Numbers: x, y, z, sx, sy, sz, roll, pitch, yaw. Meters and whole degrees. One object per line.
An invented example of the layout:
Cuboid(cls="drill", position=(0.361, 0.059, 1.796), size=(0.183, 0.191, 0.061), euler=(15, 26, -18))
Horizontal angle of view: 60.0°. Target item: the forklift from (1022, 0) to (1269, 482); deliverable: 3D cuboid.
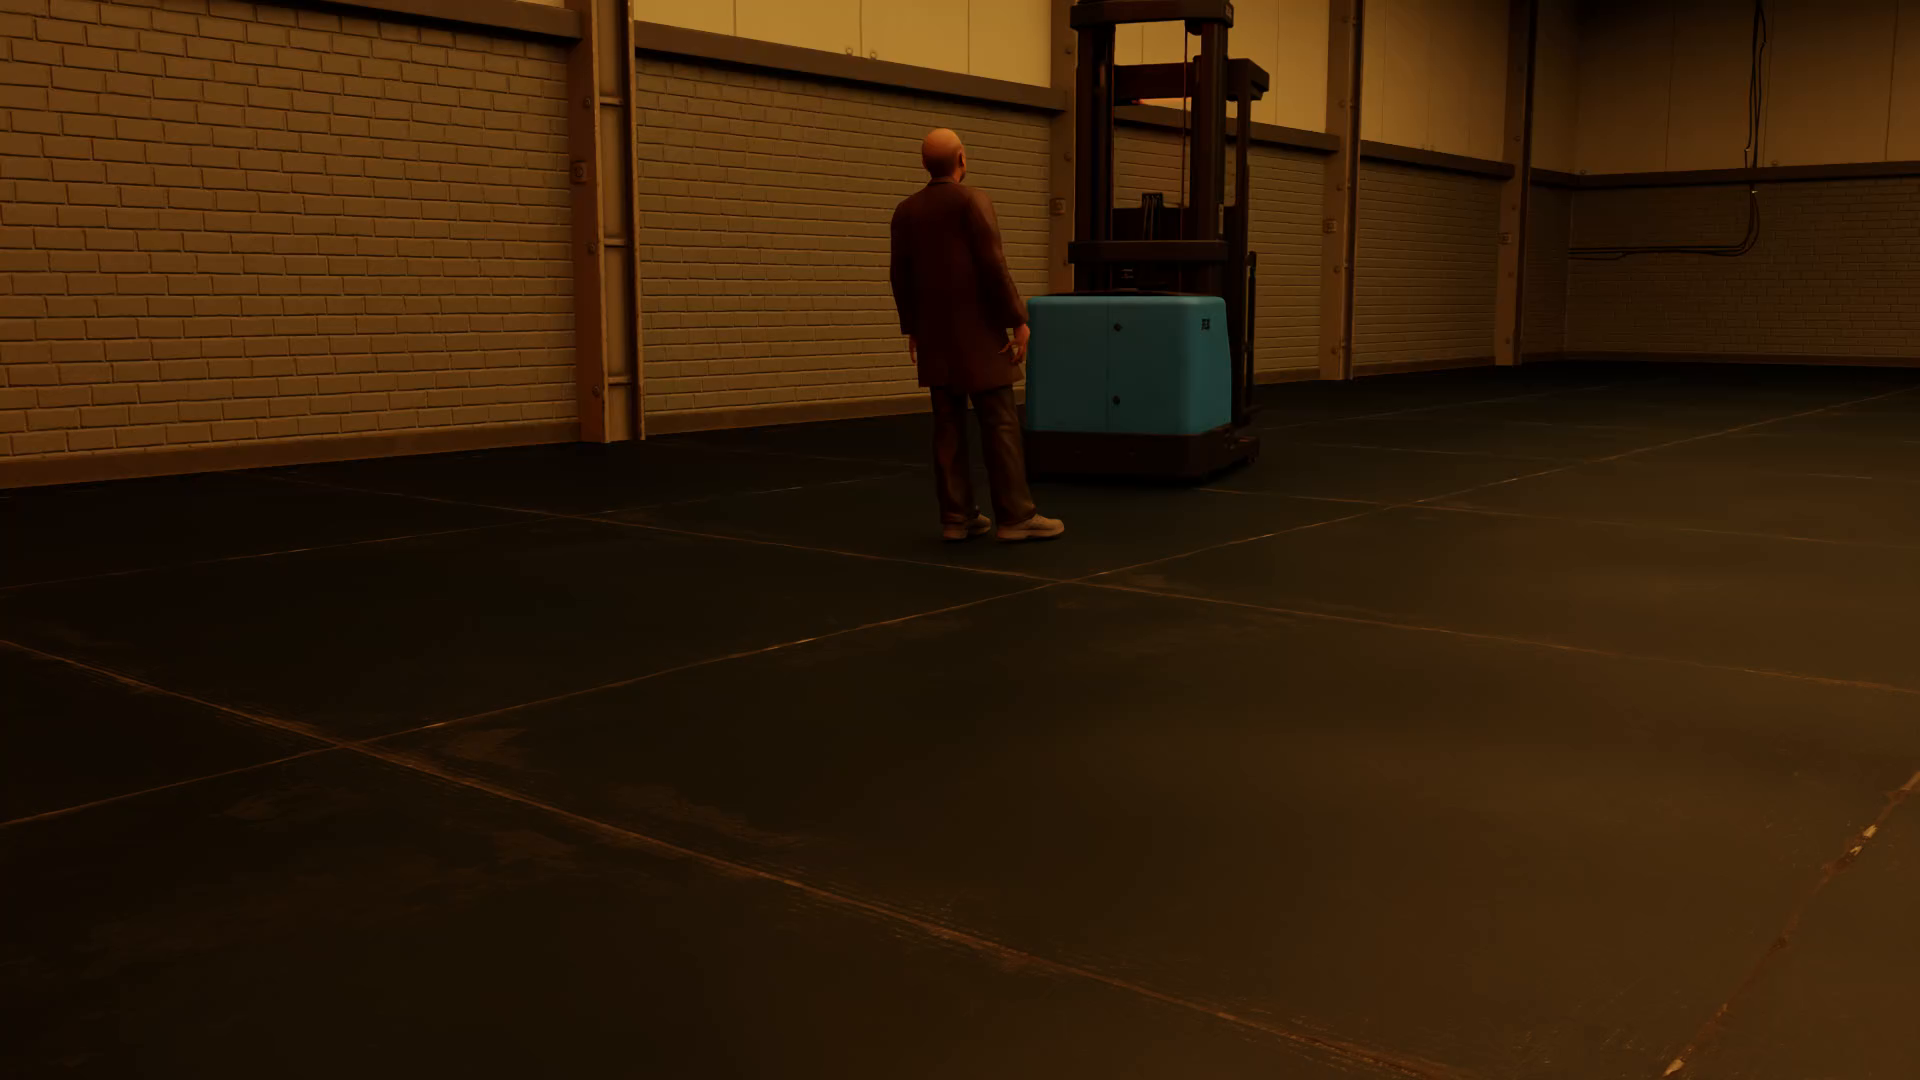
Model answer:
Cuboid(cls="forklift", position=(1.337, -1.954, 10.636), size=(1.130, 2.935, 3.031), euler=(3, 9, 20))

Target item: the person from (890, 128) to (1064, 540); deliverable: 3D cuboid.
Cuboid(cls="person", position=(0.061, -0.896, 7.344), size=(0.696, 1.777, 0.579), euler=(7, 11, 38))
